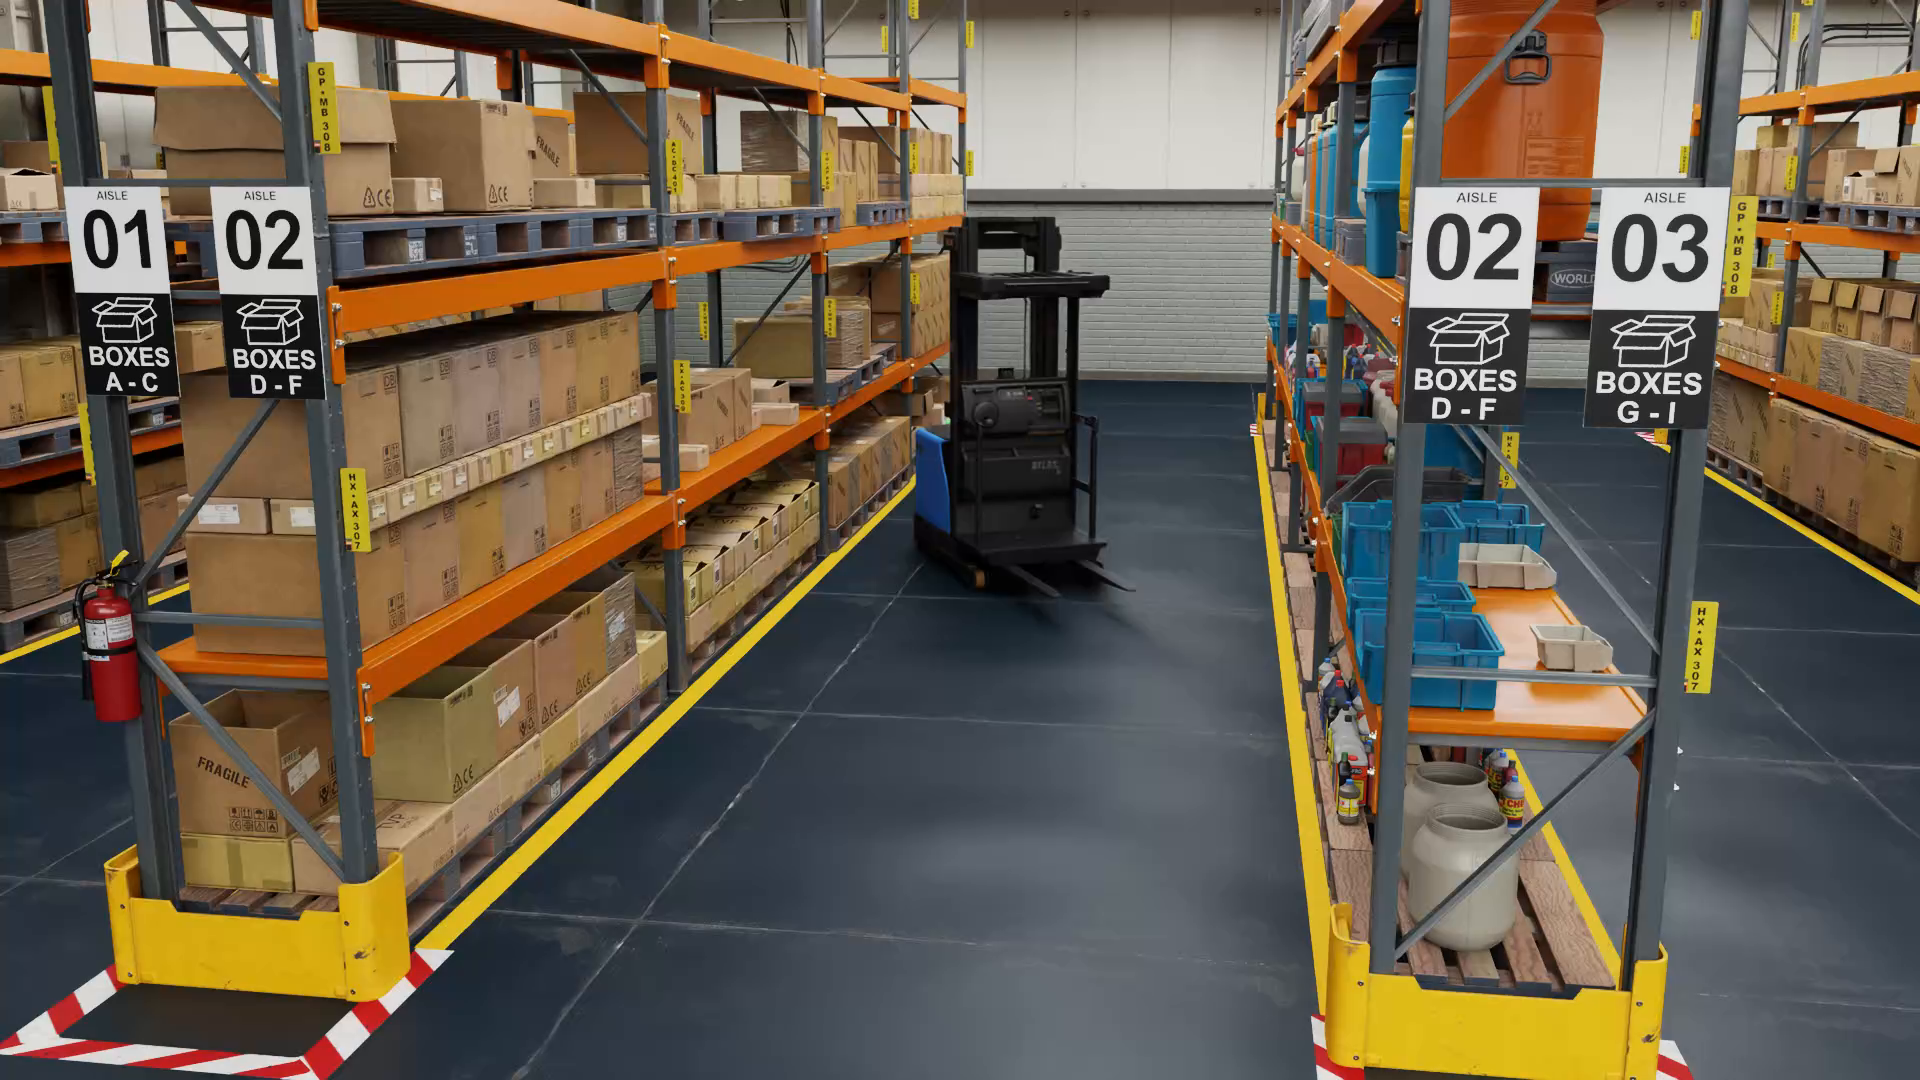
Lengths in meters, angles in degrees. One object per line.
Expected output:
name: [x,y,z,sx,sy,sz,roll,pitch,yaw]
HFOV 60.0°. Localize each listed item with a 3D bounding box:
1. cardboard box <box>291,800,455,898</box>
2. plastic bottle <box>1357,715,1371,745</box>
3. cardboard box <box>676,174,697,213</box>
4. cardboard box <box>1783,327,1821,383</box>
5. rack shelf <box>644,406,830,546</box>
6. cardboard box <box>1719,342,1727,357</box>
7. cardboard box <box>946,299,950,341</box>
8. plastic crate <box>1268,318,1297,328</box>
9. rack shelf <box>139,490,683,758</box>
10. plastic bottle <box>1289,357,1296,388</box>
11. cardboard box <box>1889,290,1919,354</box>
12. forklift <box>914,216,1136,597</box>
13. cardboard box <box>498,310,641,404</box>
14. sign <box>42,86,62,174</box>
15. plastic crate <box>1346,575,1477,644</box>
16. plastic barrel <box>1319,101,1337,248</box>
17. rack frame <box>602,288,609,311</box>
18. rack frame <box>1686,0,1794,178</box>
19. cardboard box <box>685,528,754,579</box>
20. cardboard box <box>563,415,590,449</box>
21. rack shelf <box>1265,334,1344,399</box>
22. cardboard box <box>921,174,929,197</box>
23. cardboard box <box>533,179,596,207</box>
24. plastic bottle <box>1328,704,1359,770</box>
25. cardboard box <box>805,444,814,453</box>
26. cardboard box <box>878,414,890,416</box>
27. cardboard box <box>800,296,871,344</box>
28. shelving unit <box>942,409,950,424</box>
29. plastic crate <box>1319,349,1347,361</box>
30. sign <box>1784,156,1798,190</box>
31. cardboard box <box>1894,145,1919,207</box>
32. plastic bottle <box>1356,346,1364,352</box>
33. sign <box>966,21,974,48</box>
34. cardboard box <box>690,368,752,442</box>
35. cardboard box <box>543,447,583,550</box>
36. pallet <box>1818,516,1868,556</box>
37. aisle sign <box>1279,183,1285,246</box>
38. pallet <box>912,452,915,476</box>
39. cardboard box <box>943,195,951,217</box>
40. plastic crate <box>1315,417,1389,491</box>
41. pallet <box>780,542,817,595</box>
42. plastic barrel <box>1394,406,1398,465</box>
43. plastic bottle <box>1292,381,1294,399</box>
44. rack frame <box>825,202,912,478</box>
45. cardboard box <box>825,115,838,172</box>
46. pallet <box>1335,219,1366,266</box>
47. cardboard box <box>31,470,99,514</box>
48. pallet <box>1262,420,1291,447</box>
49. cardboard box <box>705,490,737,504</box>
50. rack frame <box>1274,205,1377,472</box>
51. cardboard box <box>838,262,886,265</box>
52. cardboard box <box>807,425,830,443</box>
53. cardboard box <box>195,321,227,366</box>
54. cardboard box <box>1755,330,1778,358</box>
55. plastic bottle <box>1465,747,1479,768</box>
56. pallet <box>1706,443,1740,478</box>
cardboard box: [-2.580,1.361,7.344,0.500,0.250,0.500,2,12,9]
plastic bottle: [2.148,1.054,8.661,0.152,0.276,0.135,2,12,9]
cardboard box: [-2.081,-2.347,11.258,0.500,0.250,0.500,1,12,3]
cardboard box: [8.433,-1.811,16.294,0.500,0.500,0.500,2,12,9]
rack shelf: [-1.960,-0.571,12.485,1.077,0.370,4.000,2,12,9]
cardboard box: [8.712,-2.121,18.569,0.380,0.149,0.250,2,12,10]
cardboard box: [-0.380,-2.739,20.602,0.500,0.500,0.500,2,12,9]
plastic crate: [4.007,-2.612,20.507,0.416,0.233,0.300,2,12,9]
rack shelf: [-2.575,0.262,8.621,1.077,0.370,4.000,2,12,9]
plastic bottle: [3.173,-1.587,15.612,0.144,0.351,0.185,2,12,9]
cardboard box: [8.367,-1.843,14.065,0.797,0.503,0.637,2,12,10]
forklift: [0.530,-1.122,13.501,1.130,2.935,3.031,-4,13,-18]
cardboard box: [-2.329,-1.096,9.901,0.700,0.500,0.500,2,12,9]
sign: [-3.417,-1.554,6.308,0.100,0.325,0.005,2,12,9]
plastic crate: [1.898,0.312,7.036,0.499,0.251,0.408,2,12,9]
plastic barrel: [2.591,-2.305,10.516,0.600,0.901,0.600,0,12,0]
rack frame: [-5.317,-3.164,22.810,1.000,3.000,0.127,2,12,9]
rack frame: [9.366,-5.615,19.943,1.000,3.000,0.127,2,12,9]
cardboard box: [-1.797,0.069,12.008,0.500,0.311,0.500,1,12,7]
cardboard box: [-2.256,-0.597,9.121,0.380,0.149,0.250,2,12,8]
rack shelf: [4.164,-2.075,19.464,1.077,0.370,4.000,2,12,9]
cardboard box: [-0.642,-4.006,18.767,0.500,0.250,0.500,2,12,9]
cardboard box: [-2.183,-1.863,8.923,0.380,0.149,0.250,2,12,9]
plastic bottle: [1.998,1.018,8.651,0.144,0.351,0.185,2,12,8]
cardboard box: [-1.660,-0.642,15.996,0.500,0.500,0.500,1,12,7]
cardboard box: [-1.114,-1.356,19.759,0.500,0.311,0.500,2,12,9]
cardboard box: [-1.331,-2.334,17.726,0.700,0.500,0.500,-2,12,-10]
shelving unit: [-0.004,-0.639,15.369,0.258,1.200,0.503,2,12,9]
plastic crate: [4.070,-2.003,17.906,0.396,0.136,0.243,2,12,9]
sign: [8.202,-3.625,16.415,0.100,0.325,0.005,2,12,9]
cardboard box: [8.204,-3.049,13.924,0.500,0.500,0.500,3,12,12]
plastic bottle: [4.116,-1.857,17.040,0.152,0.276,0.135,2,12,9]
sign: [0.123,-6.448,21.218,0.100,0.325,0.005,2,12,9]
cardboard box: [-1.894,-1.038,12.707,0.500,0.500,0.500,1,12,6]
cardboard box: [-2.485,-0.248,9.043,0.700,0.500,0.500,2,12,9]
pallet: [8.521,-0.069,15.067,1.003,0.211,1.213,2,12,9]
aisle sign: [4.190,-4.138,21.160,0.394,0.787,0.004,2,12,9]
pallet: [-0.930,-0.951,19.162,1.003,0.211,1.213,2,12,9]
cardboard box: [-0.392,-4.073,20.266,0.500,0.250,0.500,2,12,9]
plastic crate: [2.399,-0.487,10.236,0.402,0.464,0.583,2,12,9]
pallet: [-1.817,0.195,13.845,1.003,0.211,1.213,2,12,9]
plastic barrel: [2.990,-0.603,10.606,0.433,0.535,0.433,0,12,0]
plastic bottle: [3.043,-1.371,14.964,0.097,0.201,0.097,0,12,0]
rack frame: [-1.037,-2.171,18.205,1.000,3.000,0.127,2,12,9]
cardboard box: [-1.422,-3.645,15.315,0.500,0.500,0.500,2,12,9]
pallet: [2.612,-1.565,8.721,1.213,0.211,1.003,2,12,9]
cardboard box: [-6.925,-0.379,12.999,0.500,0.250,0.500,2,12,7]
pallet: [4.307,-1.309,20.823,1.003,0.211,1.213,2,12,9]
cardboard box: [-2.095,-0.265,13.557,0.500,0.311,0.500,2,12,7]
rack frame: [3.857,-2.010,17.456,1.000,3.000,0.127,2,12,9]
cardboard box: [-1.139,-2.929,19.111,0.500,0.500,0.500,2,12,8]
cardboard box: [-1.583,-1.125,16.462,0.500,0.250,0.500,2,12,8]
cardboard box: [-6.610,-1.664,14.570,0.700,0.500,0.500,0,12,2]
cardboard box: [8.559,-2.022,17.162,0.500,0.250,0.500,2,12,8]
plastic bottle: [2.704,1.056,8.650,0.152,0.276,0.135,2,12,10]
pallet: [9.130,-0.897,18.910,1.003,0.211,1.213,2,12,9]
